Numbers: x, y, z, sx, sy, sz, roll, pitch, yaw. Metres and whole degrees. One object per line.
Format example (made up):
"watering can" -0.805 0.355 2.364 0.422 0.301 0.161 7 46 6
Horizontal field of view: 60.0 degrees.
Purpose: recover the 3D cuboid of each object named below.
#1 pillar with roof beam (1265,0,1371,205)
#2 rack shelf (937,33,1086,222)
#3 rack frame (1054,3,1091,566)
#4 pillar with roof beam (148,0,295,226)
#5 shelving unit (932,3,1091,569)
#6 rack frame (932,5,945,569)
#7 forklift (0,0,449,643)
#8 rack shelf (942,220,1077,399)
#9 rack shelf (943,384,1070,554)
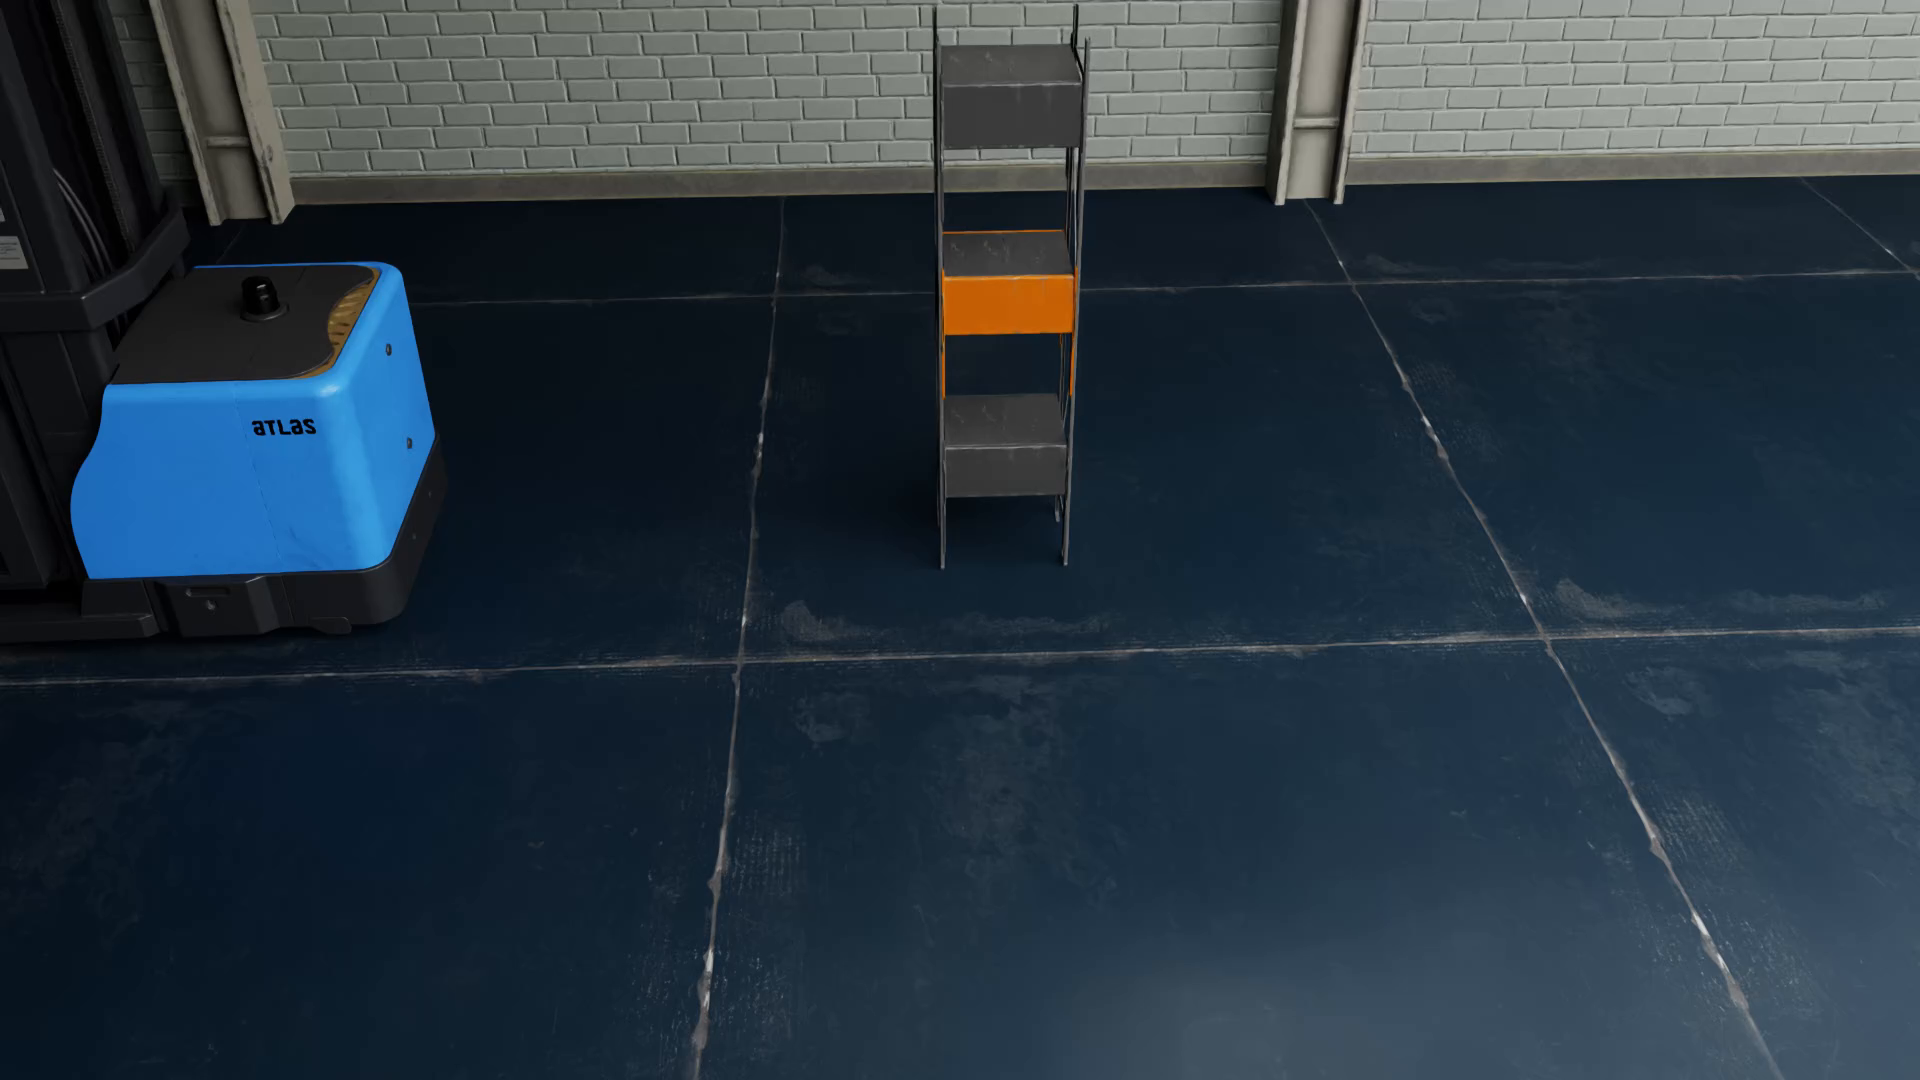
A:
"pillar with roof beam" 2.195 -3.263 3.558 0.400 9.000 9.100 -2 35 -2
"rack shelf" 0.165 -1.432 5.768 0.480 0.518 0.431 -2 35 -2
"rack frame" 0.409 -0.874 6.168 0.015 2.100 0.400 -2 35 -2
"pillar with roof beam" -3.798 -3.102 3.324 0.400 9.000 9.100 -2 35 -2
"shelving unit" 0.165 -0.868 6.159 0.503 2.100 0.431 -2 35 -2
"rack frame" -0.078 -0.861 6.149 0.015 2.100 0.400 -2 35 -2
"forklift" -3.624 -1.083 5.739 3.031 2.935 1.130 -2 35 -3
"rack shelf" 0.165 -0.857 6.167 0.480 0.518 0.431 -2 35 -2
"rack shelf" 0.165 -0.281 6.565 0.480 0.518 0.431 -2 35 -2
